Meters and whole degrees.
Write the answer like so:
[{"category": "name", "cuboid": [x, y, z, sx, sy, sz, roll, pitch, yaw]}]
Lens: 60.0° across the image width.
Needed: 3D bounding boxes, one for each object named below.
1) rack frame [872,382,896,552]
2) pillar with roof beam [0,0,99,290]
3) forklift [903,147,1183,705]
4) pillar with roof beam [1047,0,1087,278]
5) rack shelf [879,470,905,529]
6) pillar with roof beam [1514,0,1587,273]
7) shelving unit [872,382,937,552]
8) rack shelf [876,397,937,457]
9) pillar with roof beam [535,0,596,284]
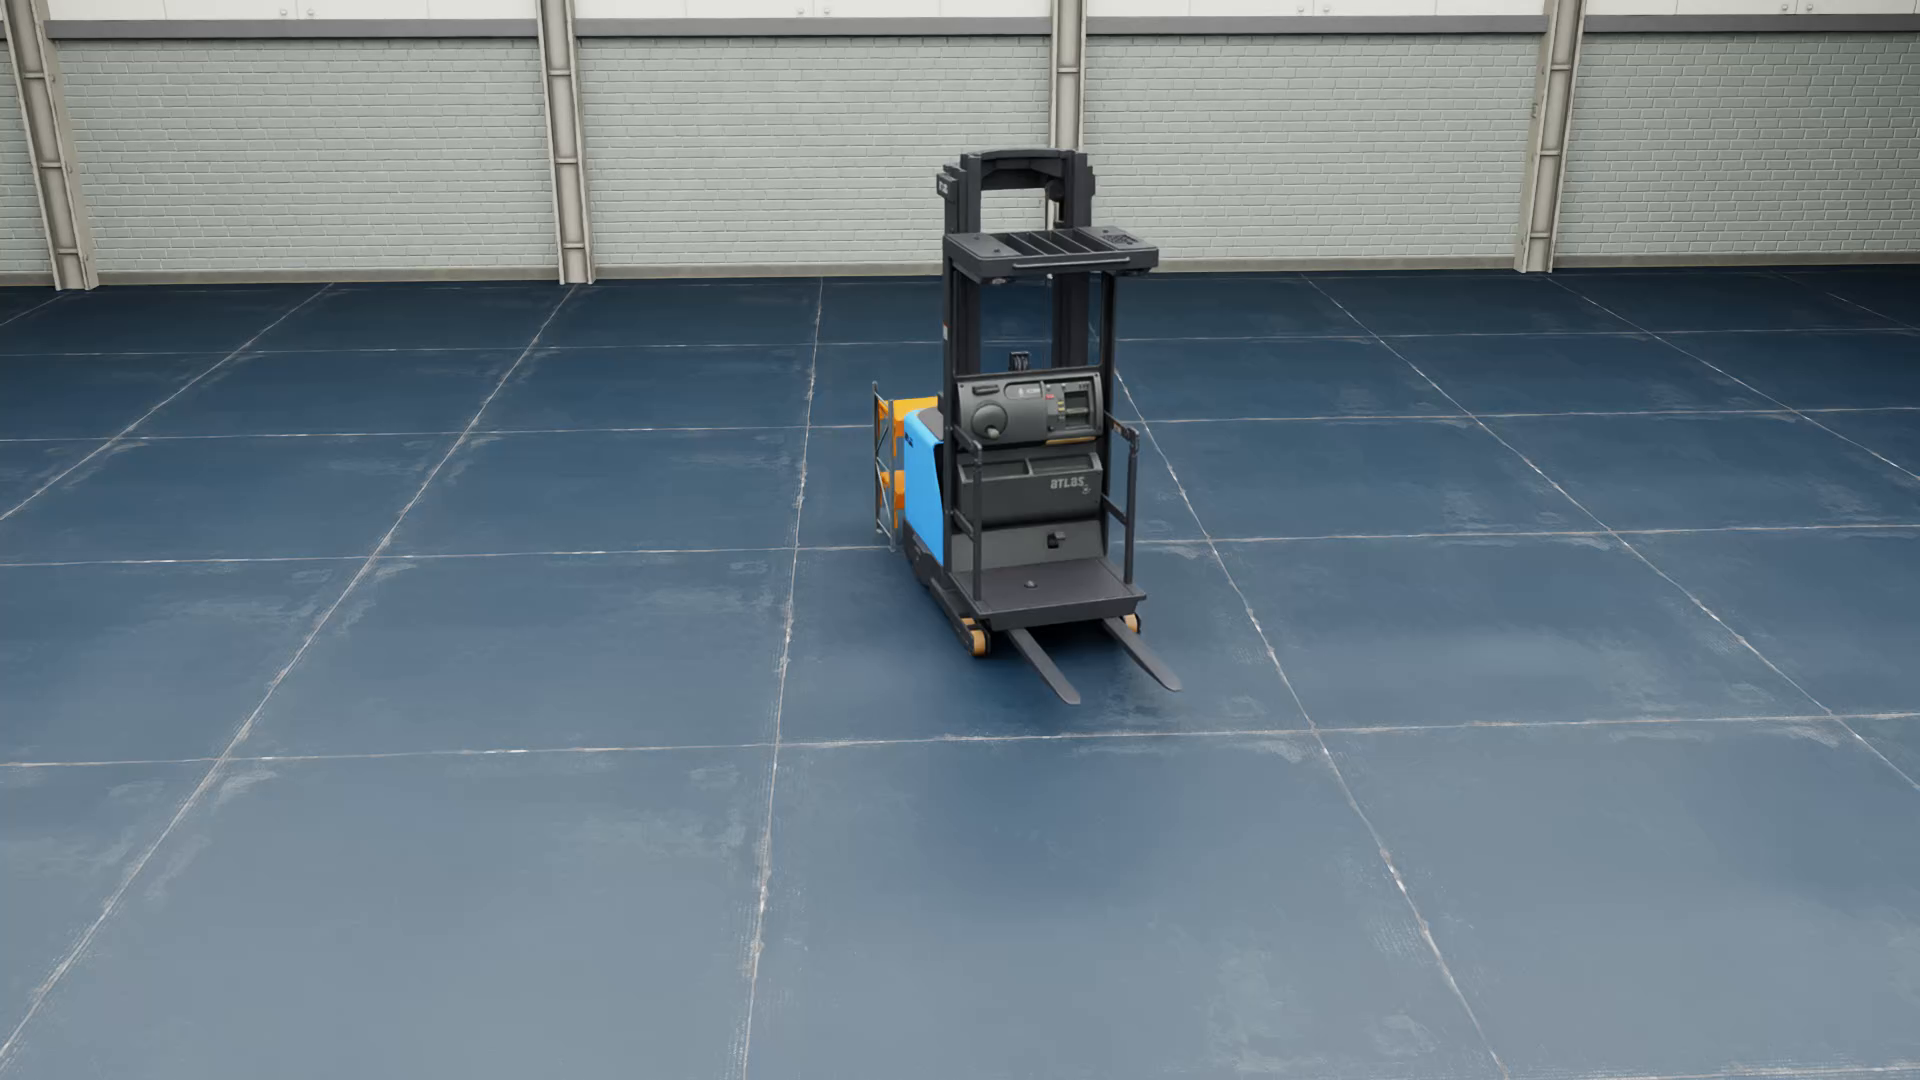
[{"category": "rack frame", "cuboid": [-0.545, -0.525, 11.920, 0.032, 1.125, 0.500, -6, 22, -16]}, {"category": "pillar with roof beam", "cuboid": [-10.451, -5.741, 14.554, 0.400, 9.000, 9.100, -1, 21, -3]}, {"category": "forklift", "cuboid": [0.501, -0.808, 10.125, 1.130, 2.935, 3.031, -6, 22, -15]}, {"category": "pillar with roof beam", "cuboid": [1.529, -5.985, 15.194, 0.400, 9.000, 9.100, -1, 21, -3]}, {"category": "rack shelf", "cuboid": [-0.059, -0.350, 12.145, 1.000, 0.278, 0.538, -6, 22, -16]}, {"category": "pillar with roof beam", "cuboid": [7.519, -6.107, 15.514, 0.400, 9.000, 9.100, -1, 21, -3]}, {"category": "shelving unit", "cuboid": [-0.059, -0.578, 12.058, 1.048, 1.125, 0.538, -6, 22, -16]}, {"category": "rack shelf", "cuboid": [-0.059, -0.852, 11.954, 1.000, 0.278, 0.538, -6, 22, -16]}, {"category": "pillar with roof beam", "cuboid": [-4.461, -5.863, 14.874, 0.400, 9.000, 9.100, -1, 21, -3]}]
